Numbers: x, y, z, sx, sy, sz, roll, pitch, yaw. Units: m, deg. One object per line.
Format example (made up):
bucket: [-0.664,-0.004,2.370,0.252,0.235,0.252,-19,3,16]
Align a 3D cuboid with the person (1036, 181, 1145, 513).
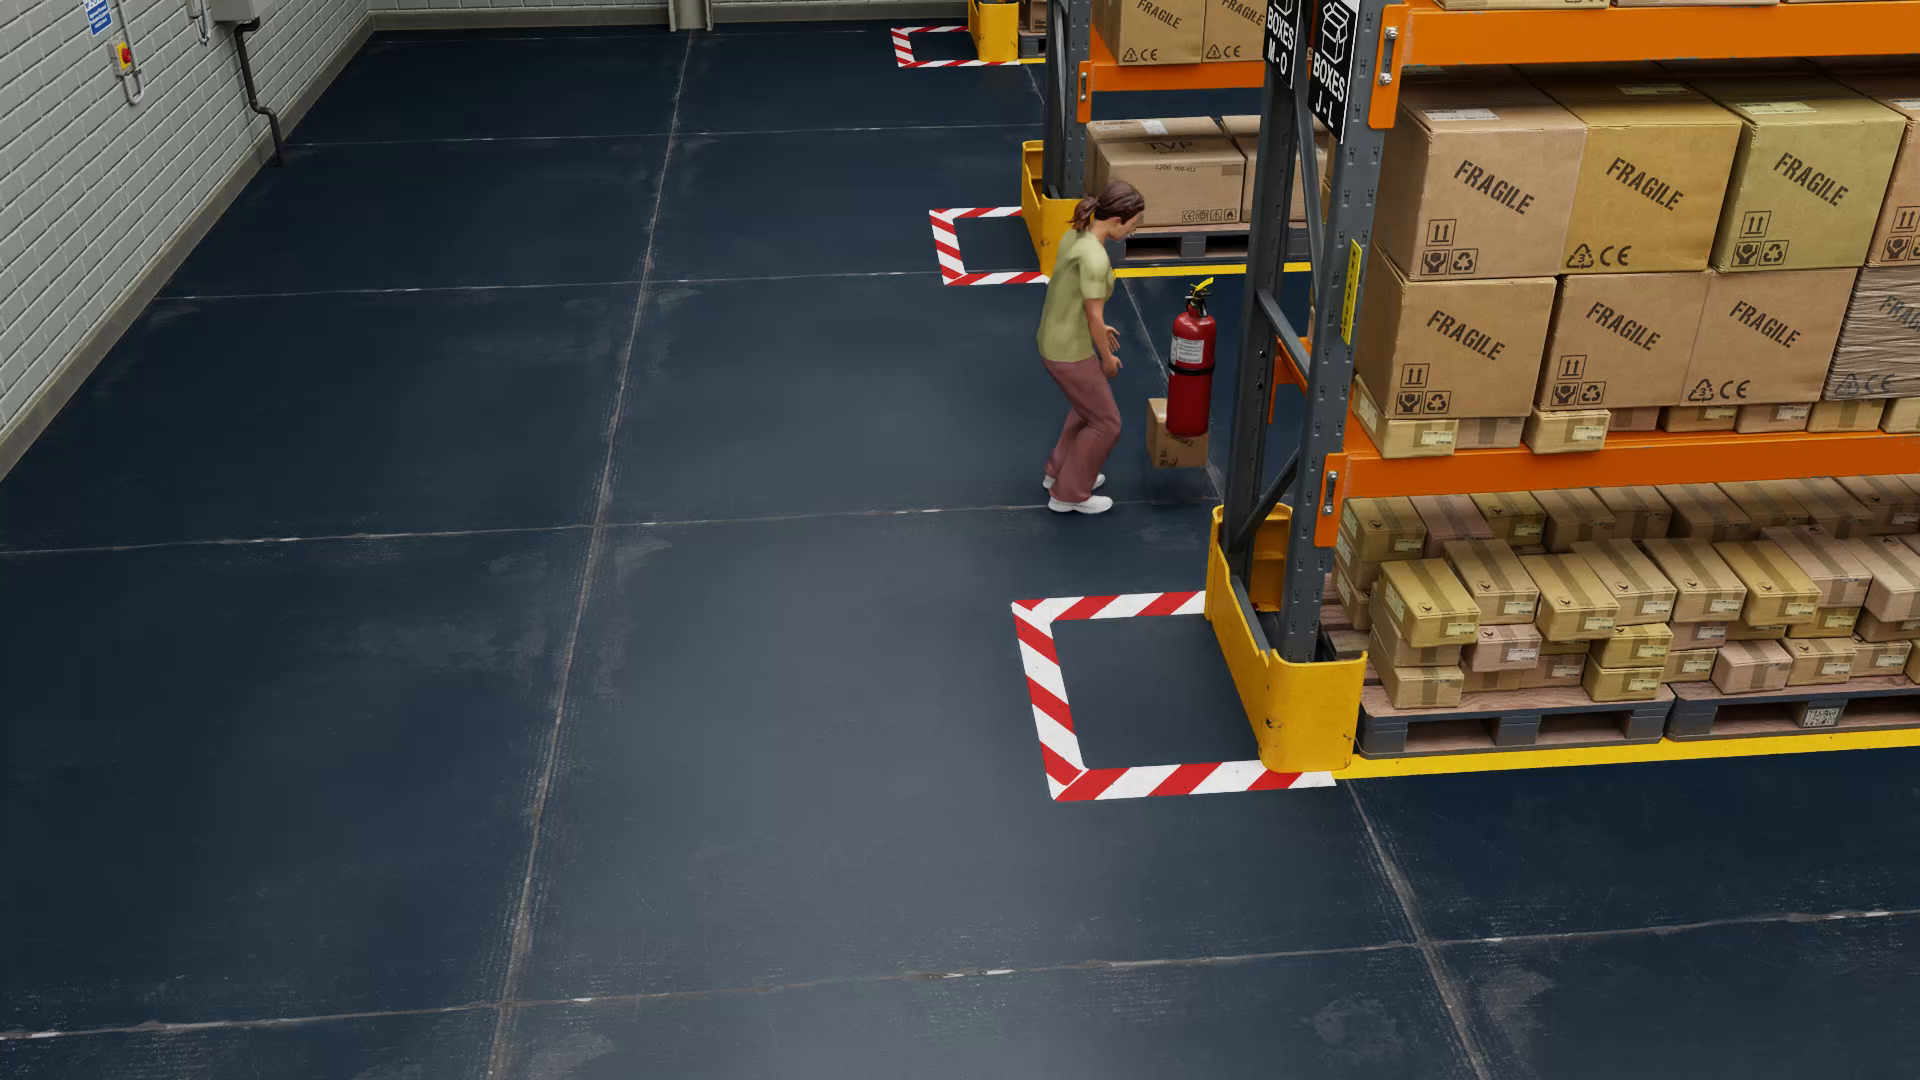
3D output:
person: [0.588,-0.897,7.724,0.467,1.571,0.486,-2,31,-3]
